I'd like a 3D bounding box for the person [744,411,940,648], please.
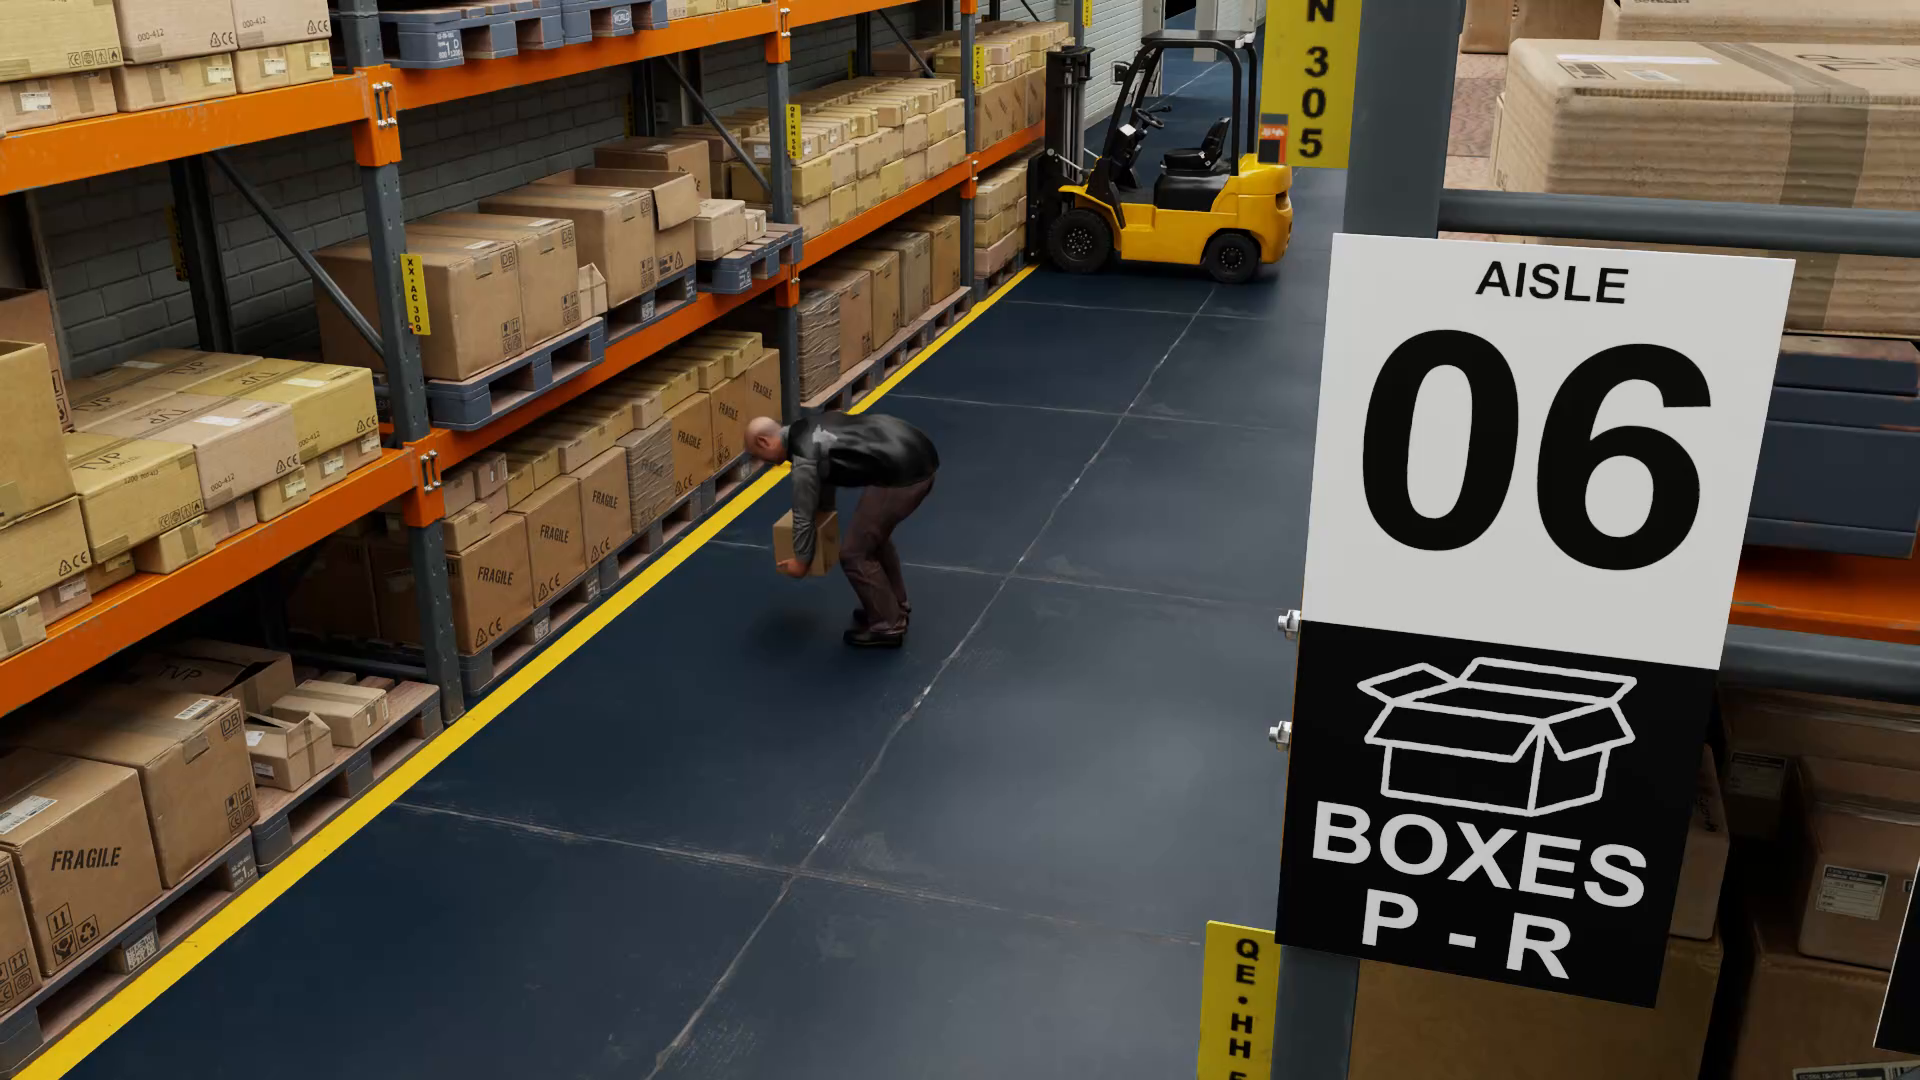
[{"bbox_3d":[-0.584,-0.077,8.125,0.959,1.120,0.460,6,22,14],"label":"person"}]
